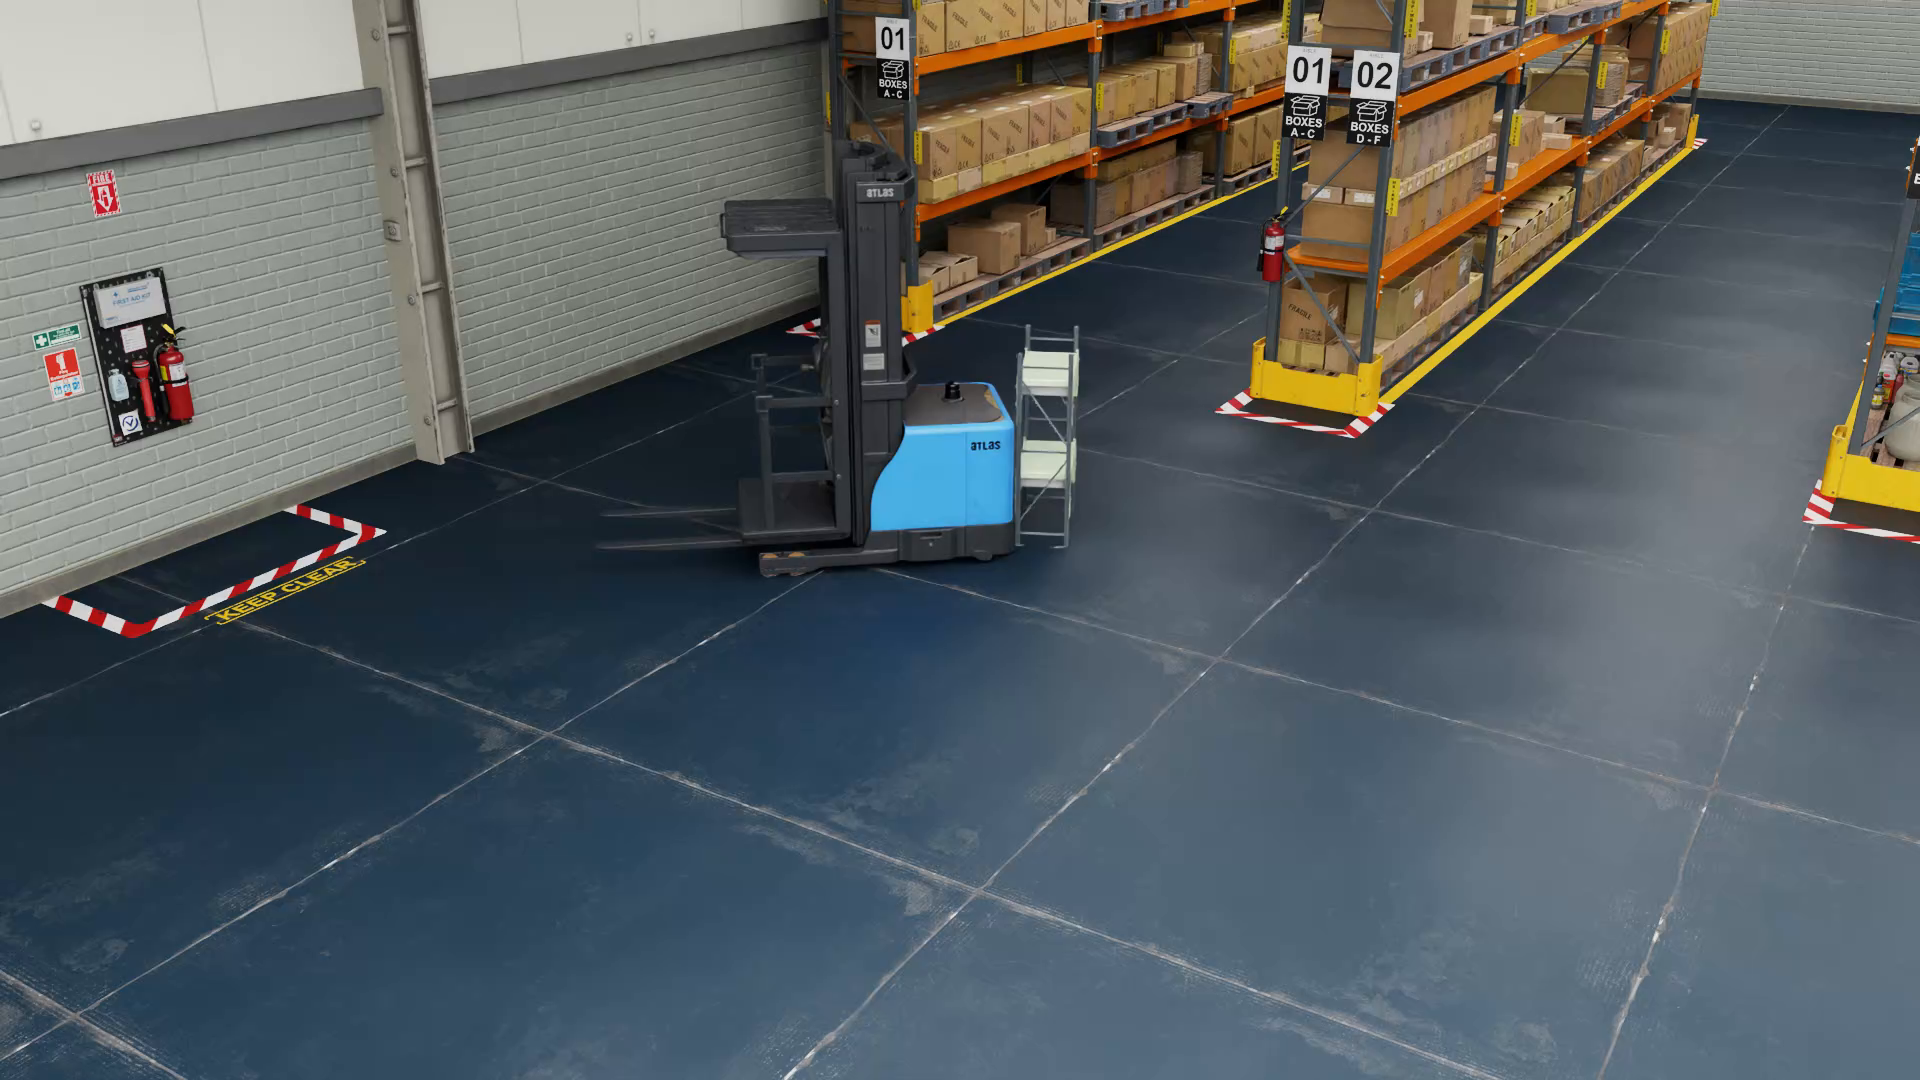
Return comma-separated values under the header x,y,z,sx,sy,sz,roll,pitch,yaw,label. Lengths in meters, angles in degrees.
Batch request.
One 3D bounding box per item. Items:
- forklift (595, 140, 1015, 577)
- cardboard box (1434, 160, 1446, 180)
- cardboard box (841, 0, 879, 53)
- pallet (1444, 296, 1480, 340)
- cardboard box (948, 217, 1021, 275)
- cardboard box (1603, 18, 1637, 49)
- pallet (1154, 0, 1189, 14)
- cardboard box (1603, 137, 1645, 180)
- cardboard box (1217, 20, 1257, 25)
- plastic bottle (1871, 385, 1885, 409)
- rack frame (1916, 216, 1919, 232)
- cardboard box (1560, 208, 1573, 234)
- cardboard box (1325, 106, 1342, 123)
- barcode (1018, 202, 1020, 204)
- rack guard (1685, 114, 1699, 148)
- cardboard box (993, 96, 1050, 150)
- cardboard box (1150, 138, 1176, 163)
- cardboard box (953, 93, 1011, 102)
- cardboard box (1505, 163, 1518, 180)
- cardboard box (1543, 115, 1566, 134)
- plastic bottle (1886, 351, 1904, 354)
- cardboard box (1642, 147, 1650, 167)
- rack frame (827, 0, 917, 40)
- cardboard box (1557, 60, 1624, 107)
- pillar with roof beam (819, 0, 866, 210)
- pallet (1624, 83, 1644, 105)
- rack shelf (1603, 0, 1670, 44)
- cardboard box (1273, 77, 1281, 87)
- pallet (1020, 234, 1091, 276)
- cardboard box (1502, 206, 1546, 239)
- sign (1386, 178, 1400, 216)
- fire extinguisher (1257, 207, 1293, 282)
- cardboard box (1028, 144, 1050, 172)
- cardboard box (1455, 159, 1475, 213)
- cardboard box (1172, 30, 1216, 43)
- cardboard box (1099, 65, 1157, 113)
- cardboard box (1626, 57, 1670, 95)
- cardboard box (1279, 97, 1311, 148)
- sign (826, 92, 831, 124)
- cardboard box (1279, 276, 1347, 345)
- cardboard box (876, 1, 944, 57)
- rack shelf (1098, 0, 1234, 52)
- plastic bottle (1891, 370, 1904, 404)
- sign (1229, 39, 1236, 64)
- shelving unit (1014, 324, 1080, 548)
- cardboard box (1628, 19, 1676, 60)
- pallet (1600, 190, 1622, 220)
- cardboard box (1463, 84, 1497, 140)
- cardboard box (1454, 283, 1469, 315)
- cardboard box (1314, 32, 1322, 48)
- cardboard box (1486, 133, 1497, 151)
x,y,z,sx,sy,sz,roll,pitch,yaw,label
-1.159,-1.301,11.901,3.031,2.935,1.130,-3,24,-8,forklift
4.520,-3.631,16.256,0.380,0.149,0.250,14,27,29,cardboard box
-0.887,-5.344,17.228,0.500,0.500,0.500,16,28,33,cardboard box
4.974,-2.493,18.078,1.003,0.211,1.213,14,27,29,pallet
0.280,-3.418,19.297,0.700,0.500,0.500,12,26,26,cardboard box
9.696,-7.462,24.662,0.500,0.500,0.500,14,27,29,cardboard box
2.179,-6.896,21.200,1.213,0.211,1.003,14,27,29,pallet
9.632,-5.560,24.246,0.500,0.500,0.500,14,27,29,cardboard box
4.165,-7.680,25.082,0.500,0.250,0.500,13,27,28,cardboard box
8.121,-1.272,14.717,0.097,0.201,0.097,0,23,0,plastic bottle
9.635,-2.993,15.723,1.000,3.000,0.127,14,27,29,rack frame
7.468,-4.084,21.177,0.500,0.250,0.500,15,27,30,cardboard box
5.920,-7.045,27.702,0.700,0.500,0.500,14,27,30,cardboard box
0.730,-4.138,20.559,0.001,0.075,0.075,14,27,29,barcode
11.719,-6.909,27.916,1.175,0.500,0.348,14,27,29,rack guard
0.699,-4.791,19.098,0.500,0.500,0.500,13,27,27,cardboard box
2.639,-5.384,22.897,0.500,0.250,0.500,14,27,30,cardboard box
0.249,-4.897,19.343,0.500,0.500,0.500,15,27,30,cardboard box
6.070,-4.173,18.765,0.380,0.149,0.250,14,27,29,cardboard box
7.310,-5.227,20.997,0.500,0.311,0.500,16,28,32,cardboard box
8.757,-1.730,15.586,0.144,0.351,0.185,13,26,27,plastic bottle
10.054,-5.796,25.030,0.500,0.311,0.500,14,27,29,cardboard box
-0.892,-6.472,16.208,1.000,3.000,0.127,14,27,29,rack frame
8.420,-6.125,22.305,0.700,0.500,0.500,20,31,39,cardboard box
2.400,-5.987,15.089,9.100,9.000,0.400,14,27,29,pillar with roof beam
9.135,-6.397,23.829,1.003,0.211,1.213,14,27,29,pallet
8.594,-7.103,22.348,1.077,0.370,4.000,14,27,29,rack shelf
4.643,-6.982,25.230,0.380,0.149,0.250,15,27,31,cardboard box
0.894,-3.555,20.532,1.003,0.211,1.213,14,27,29,pallet
6.668,-3.827,19.876,0.500,0.311,0.500,15,27,30,cardboard box
3.787,-2.997,14.544,0.100,0.325,0.005,14,27,29,sign
2.862,-2.704,15.153,0.296,0.674,0.183,14,27,29,fire extinguisher
0.704,-4.446,19.244,0.500,0.250,0.500,14,27,29,cardboard box
4.927,-3.747,17.340,0.700,0.500,0.500,14,27,28,cardboard box
3.347,-7.162,23.884,0.500,0.250,0.500,15,27,30,cardboard box
2.137,-5.897,21.752,0.700,0.500,0.500,18,29,36,cardboard box
10.149,-6.893,24.606,0.500,0.500,0.500,15,27,30,cardboard box
5.206,-6.728,26.530,0.750,0.750,0.750,14,27,30,cardboard box
-1.353,-4.518,17.391,0.100,0.325,0.005,14,27,29,sign
3.349,-2.200,15.881,0.500,0.500,0.500,14,27,29,cardboard box
-0.503,-5.211,16.920,0.500,0.500,0.500,15,27,30,cardboard box
2.273,-6.790,21.625,1.077,0.370,4.000,14,27,29,rack shelf
8.368,-1.367,14.833,0.061,0.283,0.133,14,27,29,plastic bottle
3.794,-6.803,23.167,0.100,0.325,0.005,14,27,29,sign
0.655,-0.785,12.511,0.431,1.500,0.755,3,24,6,shelving unit
10.136,-7.337,24.373,0.500,0.500,0.500,15,27,30,cardboard box
8.609,-4.756,23.307,1.003,0.211,1.213,14,27,29,pallet
5.200,-4.522,17.497,0.700,0.500,0.500,14,27,29,cardboard box
5.098,-2.594,17.734,0.500,0.250,0.500,14,27,29,cardboard box
5.409,-7.752,26.191,0.500,0.500,0.500,13,27,28,cardboard box
5.467,-4.239,17.659,0.380,0.149,0.250,14,27,29,cardboard box
